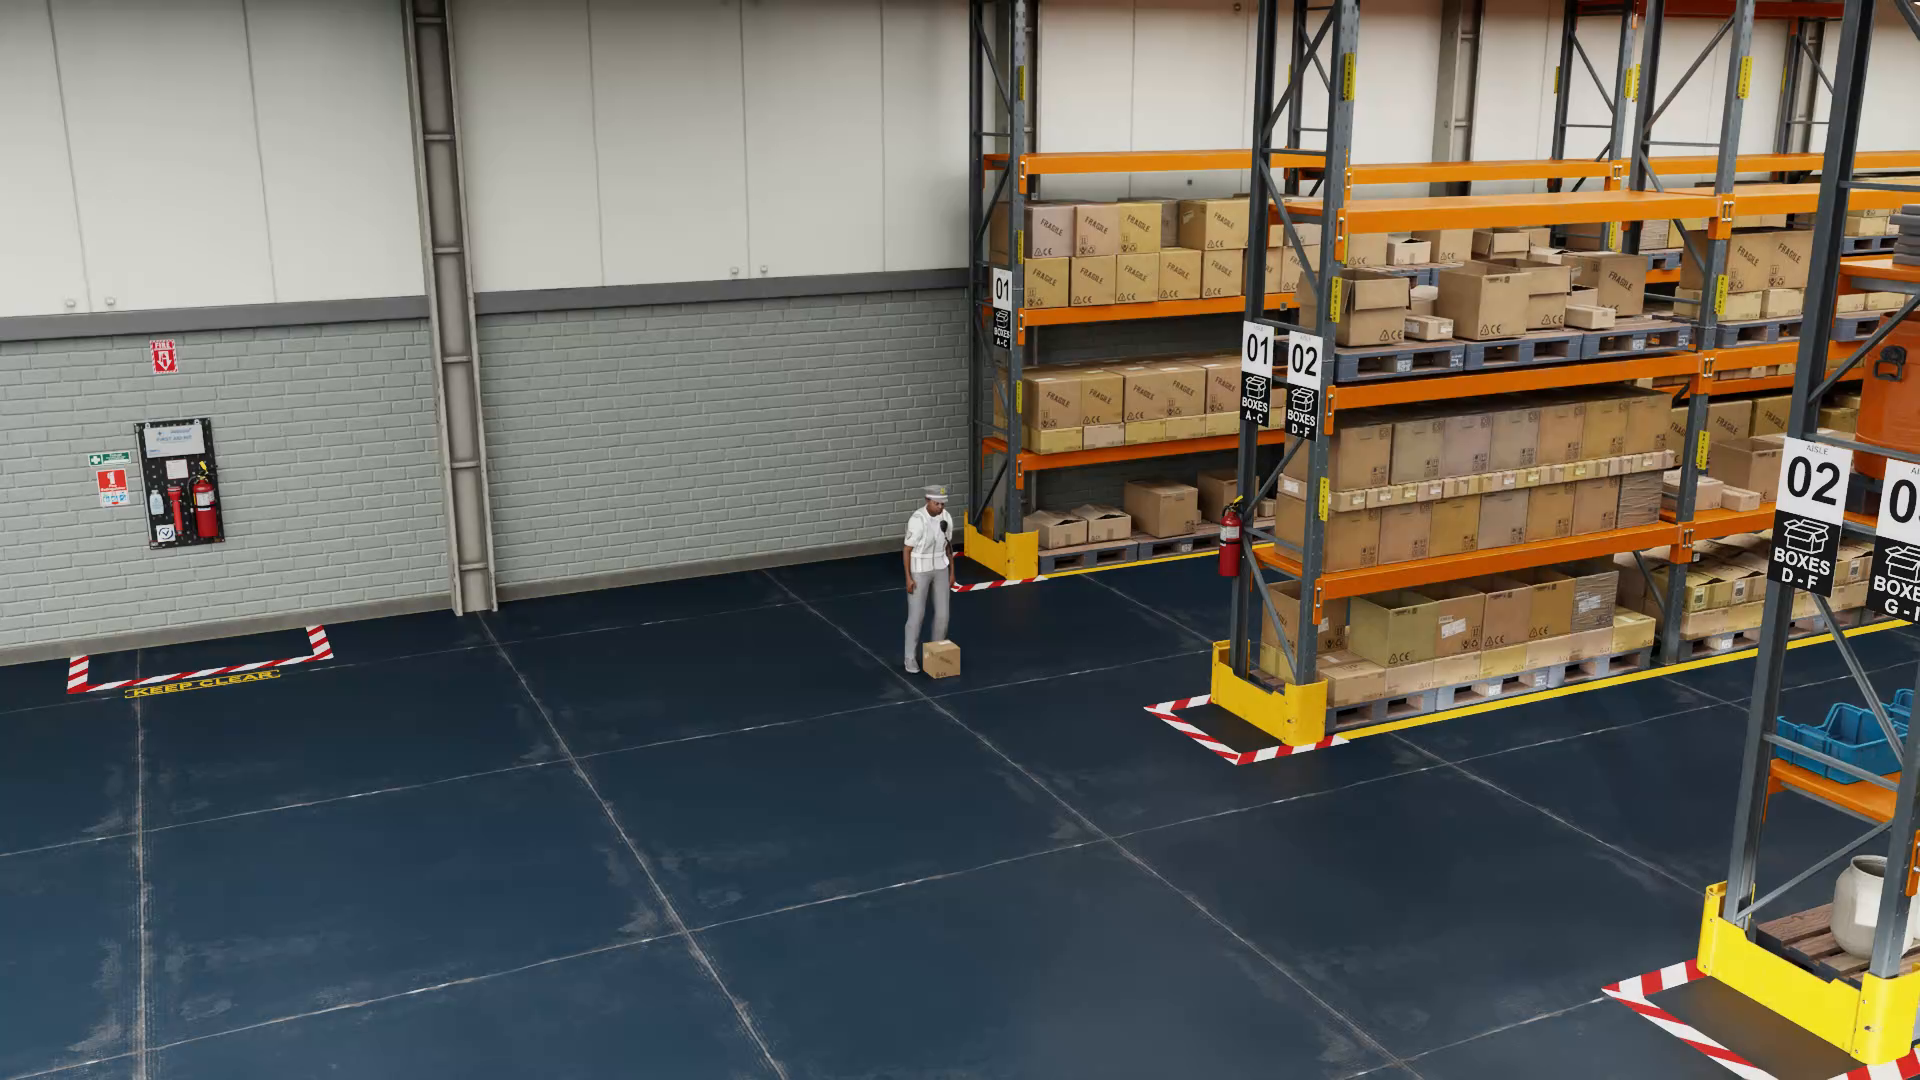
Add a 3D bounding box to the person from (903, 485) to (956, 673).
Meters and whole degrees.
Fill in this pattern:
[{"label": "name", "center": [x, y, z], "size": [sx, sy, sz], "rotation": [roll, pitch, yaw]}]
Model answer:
[{"label": "person", "center": [-0.276, 0.312, 14.627], "size": [0.527, 1.658, 0.397], "rotation": [-8, 17, -28]}]
